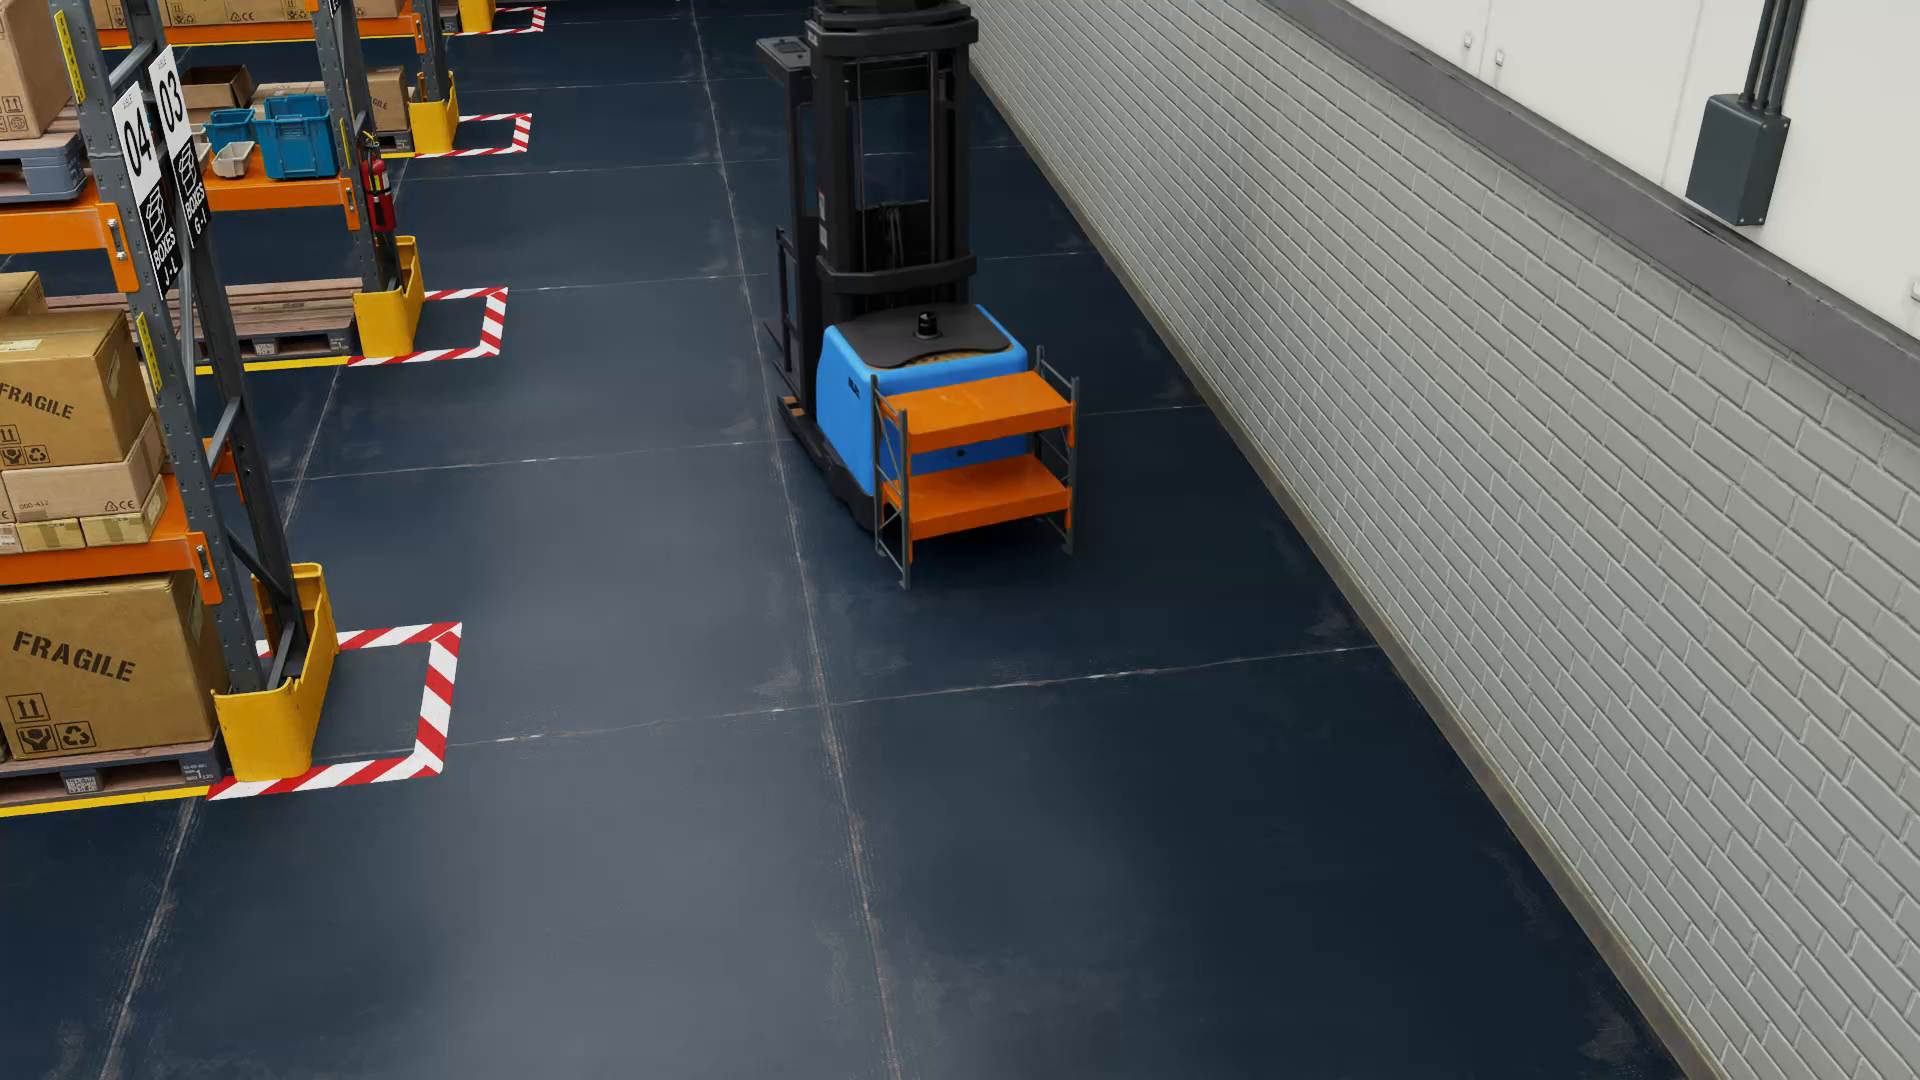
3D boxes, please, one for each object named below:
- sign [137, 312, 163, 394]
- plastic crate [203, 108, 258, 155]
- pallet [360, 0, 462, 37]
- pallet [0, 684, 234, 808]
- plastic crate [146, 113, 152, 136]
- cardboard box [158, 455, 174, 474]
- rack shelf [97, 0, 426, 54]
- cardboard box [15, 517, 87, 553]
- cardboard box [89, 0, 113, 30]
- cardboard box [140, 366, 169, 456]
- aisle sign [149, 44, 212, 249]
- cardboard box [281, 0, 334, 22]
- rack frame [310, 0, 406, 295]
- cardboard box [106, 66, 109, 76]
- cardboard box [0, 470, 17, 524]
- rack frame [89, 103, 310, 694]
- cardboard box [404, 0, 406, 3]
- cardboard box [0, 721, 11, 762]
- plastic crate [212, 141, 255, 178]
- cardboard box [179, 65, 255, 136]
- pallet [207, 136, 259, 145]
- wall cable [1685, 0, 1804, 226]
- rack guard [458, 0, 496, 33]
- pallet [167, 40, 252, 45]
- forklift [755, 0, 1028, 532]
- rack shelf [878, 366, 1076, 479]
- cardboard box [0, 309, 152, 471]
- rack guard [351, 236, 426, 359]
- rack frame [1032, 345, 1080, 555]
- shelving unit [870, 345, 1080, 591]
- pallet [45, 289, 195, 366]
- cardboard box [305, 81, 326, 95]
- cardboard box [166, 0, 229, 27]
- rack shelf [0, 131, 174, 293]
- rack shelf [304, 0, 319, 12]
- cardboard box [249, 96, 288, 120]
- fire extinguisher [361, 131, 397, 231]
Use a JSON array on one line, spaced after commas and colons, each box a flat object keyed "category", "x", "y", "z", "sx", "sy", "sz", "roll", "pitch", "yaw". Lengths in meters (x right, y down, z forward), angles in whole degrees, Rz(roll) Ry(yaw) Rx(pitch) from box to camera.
[{"category": "sign", "x": -3.330, "y": -0.768, "z": 6.836, "sx": 0.005, "sy": 0.325, "sz": 0.100, "roll": -5, "pitch": 31, "yaw": -9}, {"category": "plastic crate", "x": -5.256, "y": -2.943, "z": 12.017, "sx": 0.300, "sy": 0.233, "sz": 0.416, "roll": -5, "pitch": 31, "yaw": -9}, {"category": "pallet", "x": -6.863, "y": -6.534, "z": 20.768, "sx": 1.213, "sy": 0.211, "sz": 1.003, "roll": -5, "pitch": 31, "yaw": -9}, {"category": "pallet", "x": -4.186, "y": 0.875, "z": 8.168, "sx": 1.213, "sy": 0.211, "sz": 1.003, "roll": -5, "pitch": 31, "yaw": -9}, {"category": "plastic crate", "x": -5.903, "y": -2.883, "z": 11.915, "sx": 0.300, "sy": 0.233, "sz": 0.416, "roll": -5, "pitch": 31, "yaw": -9}, {"category": "cardboard box", "x": -3.822, "y": -0.463, "z": 7.940, "sx": 0.250, "sy": 0.149, "sz": 0.380, "roll": -5, "pitch": 31, "yaw": -8}, {"category": "rack shelf", "x": -7.162, "y": -4.886, "z": 15.924, "sx": 4.000, "sy": 0.370, "sz": 1.077, "roll": -5, "pitch": 31, "yaw": -9}, {"category": "cardboard box", "x": -3.960, "y": -0.109, "z": 7.339, "sx": 0.250, "sy": 0.149, "sz": 0.380, "roll": -5, "pitch": 31, "yaw": -8}, {"category": "cardboard box", "x": -8.075, "y": -5.015, "z": 15.336, "sx": 0.500, "sy": 0.500, "sz": 0.500, "roll": -5, "pitch": 31, "yaw": -8}, {"category": "cardboard box", "x": -3.934, "y": -0.593, "z": 7.768, "sx": 0.500, "sy": 0.250, "sz": 0.500, "roll": -6, "pitch": 31, "yaw": -10}, {"category": "aisle sign", "x": -3.397, "y": -1.716, "z": 7.258, "sx": 0.004, "sy": 0.787, "sz": 0.394, "roll": -5, "pitch": 31, "yaw": -9}, {"category": "cardboard box", "x": -6.096, "y": -5.196, "z": 15.643, "sx": 0.500, "sy": 0.500, "sz": 0.500, "roll": -5, "pitch": 31, "yaw": -8}, {"category": "rack frame", "x": -4.306, "y": -2.908, "z": 11.851, "sx": 0.127, "sy": 3.000, "sz": 1.000, "roll": -5, "pitch": 31, "yaw": -9}, {"category": "cardboard box", "x": -8.620, "y": -4.319, "z": 16.282, "sx": 0.500, "sy": 0.500, "sz": 0.500, "roll": -5, "pitch": 31, "yaw": -9}, {"category": "cardboard box", "x": -4.342, "y": -0.280, "z": 7.236, "sx": 0.500, "sy": 0.250, "sz": 0.500, "roll": -6, "pitch": 31, "yaw": -10}, {"category": "rack frame", "x": -3.414, "y": -0.439, "z": 7.651, "sx": 0.127, "sy": 3.000, "sz": 1.000, "roll": -5, "pitch": 31, "yaw": -9}, {"category": "cardboard box", "x": -5.678, "y": -5.512, "z": 16.181, "sx": 0.500, "sy": 0.500, "sz": 0.500, "roll": -5, "pitch": 31, "yaw": -8}, {"category": "cardboard box", "x": -4.924, "y": 0.477, "z": 7.775, "sx": 0.875, "sy": 0.875, "sz": 0.875, "roll": -5, "pitch": 31, "yaw": -9}, {"category": "plastic crate", "x": -5.075, "y": -2.656, "z": 11.623, "sx": 0.243, "sy": 0.136, "sz": 0.396, "roll": -5, "pitch": 31, "yaw": -9}, {"category": "cardboard box", "x": -7.282, "y": -4.301, "z": 16.248, "sx": 0.637, "sy": 0.503, "sz": 0.797, "roll": -5, "pitch": 31, "yaw": -9}, {"category": "pallet", "x": -7.251, "y": -3.986, "z": 16.436, "sx": 1.213, "sy": 0.211, "sz": 1.003, "roll": -5, "pitch": 31, "yaw": -9}, {"category": "wall cable", "x": 2.769, "y": -3.209, "z": 3.271, "sx": 0.120, "sy": 5.999, "sz": 2.277, "roll": -5, "pitch": 31, "yaw": -9}, {"category": "rack guard", "x": -6.067, "y": -6.772, "z": 20.889, "sx": 0.348, "sy": 0.500, "sz": 1.175, "roll": -5, "pitch": 31, "yaw": -9}, {"category": "pallet", "x": -9.263, "y": -6.311, "z": 20.389, "sx": 1.213, "sy": 0.211, "sz": 1.003, "roll": -5, "pitch": 31, "yaw": -9}, {"category": "forklift", "x": -0.586, "y": -2.044, "z": 10.448, "sx": 1.130, "sy": 2.935, "sz": 3.031, "roll": -11, "pitch": 32, "yaw": -18}, {"category": "rack shelf", "x": 0.081, "y": -0.668, "z": 9.313, "sx": 1.000, "sy": 0.278, "sz": 0.538, "roll": -12, "pitch": 32, "yaw": -19}, {"category": "cardboard box", "x": -3.846, "y": -0.650, "z": 7.125, "sx": 0.500, "sy": 0.500, "sz": 0.500, "roll": -5, "pitch": 31, "yaw": -8}, {"category": "rack guard", "x": -4.285, "y": -1.839, "z": 12.499, "sx": 0.348, "sy": 0.500, "sz": 1.175, "roll": -5, "pitch": 31, "yaw": -9}, {"category": "rack frame", "x": 0.551, "y": -0.514, "z": 9.629, "sx": 0.032, "sy": 1.125, "sz": 0.500, "roll": -12, "pitch": 32, "yaw": -19}, {"category": "shelving unit", "x": 0.081, "y": -0.415, "z": 9.461, "sx": 1.048, "sy": 1.125, "sz": 0.538, "roll": -12, "pitch": 32, "yaw": -19}, {"category": "pallet", "x": -6.322, "y": -1.541, "z": 12.276, "sx": 1.213, "sy": 0.211, "sz": 1.003, "roll": -5, "pitch": 31, "yaw": -9}, {"category": "cardboard box", "x": -6.272, "y": -4.429, "z": 16.716, "sx": 0.500, "sy": 0.250, "sz": 0.500, "roll": -5, "pitch": 31, "yaw": -9}, {"category": "cardboard box", "x": -7.083, "y": -5.107, "z": 15.492, "sx": 0.500, "sy": 0.500, "sz": 0.500, "roll": -6, "pitch": 31, "yaw": -10}, {"category": "rack shelf", "x": -5.381, "y": -1.239, "z": 6.763, "sx": 4.000, "sy": 0.370, "sz": 1.077, "roll": -5, "pitch": 31, "yaw": -9}, {"category": "rack shelf", "x": -6.273, "y": -3.709, "z": 10.963, "sx": 4.000, "sy": 0.370, "sz": 1.077, "roll": -5, "pitch": 31, "yaw": -9}, {"category": "cardboard box", "x": -6.625, "y": -4.138, "z": 16.222, "sx": 0.500, "sy": 0.250, "sz": 0.500, "roll": -5, "pitch": 31, "yaw": -9}, {"category": "fire extinguisher", "x": -4.076, "y": -2.501, "z": 11.603, "sx": 0.183, "sy": 0.674, "sz": 0.296, "roll": -5, "pitch": 31, "yaw": -9}]
